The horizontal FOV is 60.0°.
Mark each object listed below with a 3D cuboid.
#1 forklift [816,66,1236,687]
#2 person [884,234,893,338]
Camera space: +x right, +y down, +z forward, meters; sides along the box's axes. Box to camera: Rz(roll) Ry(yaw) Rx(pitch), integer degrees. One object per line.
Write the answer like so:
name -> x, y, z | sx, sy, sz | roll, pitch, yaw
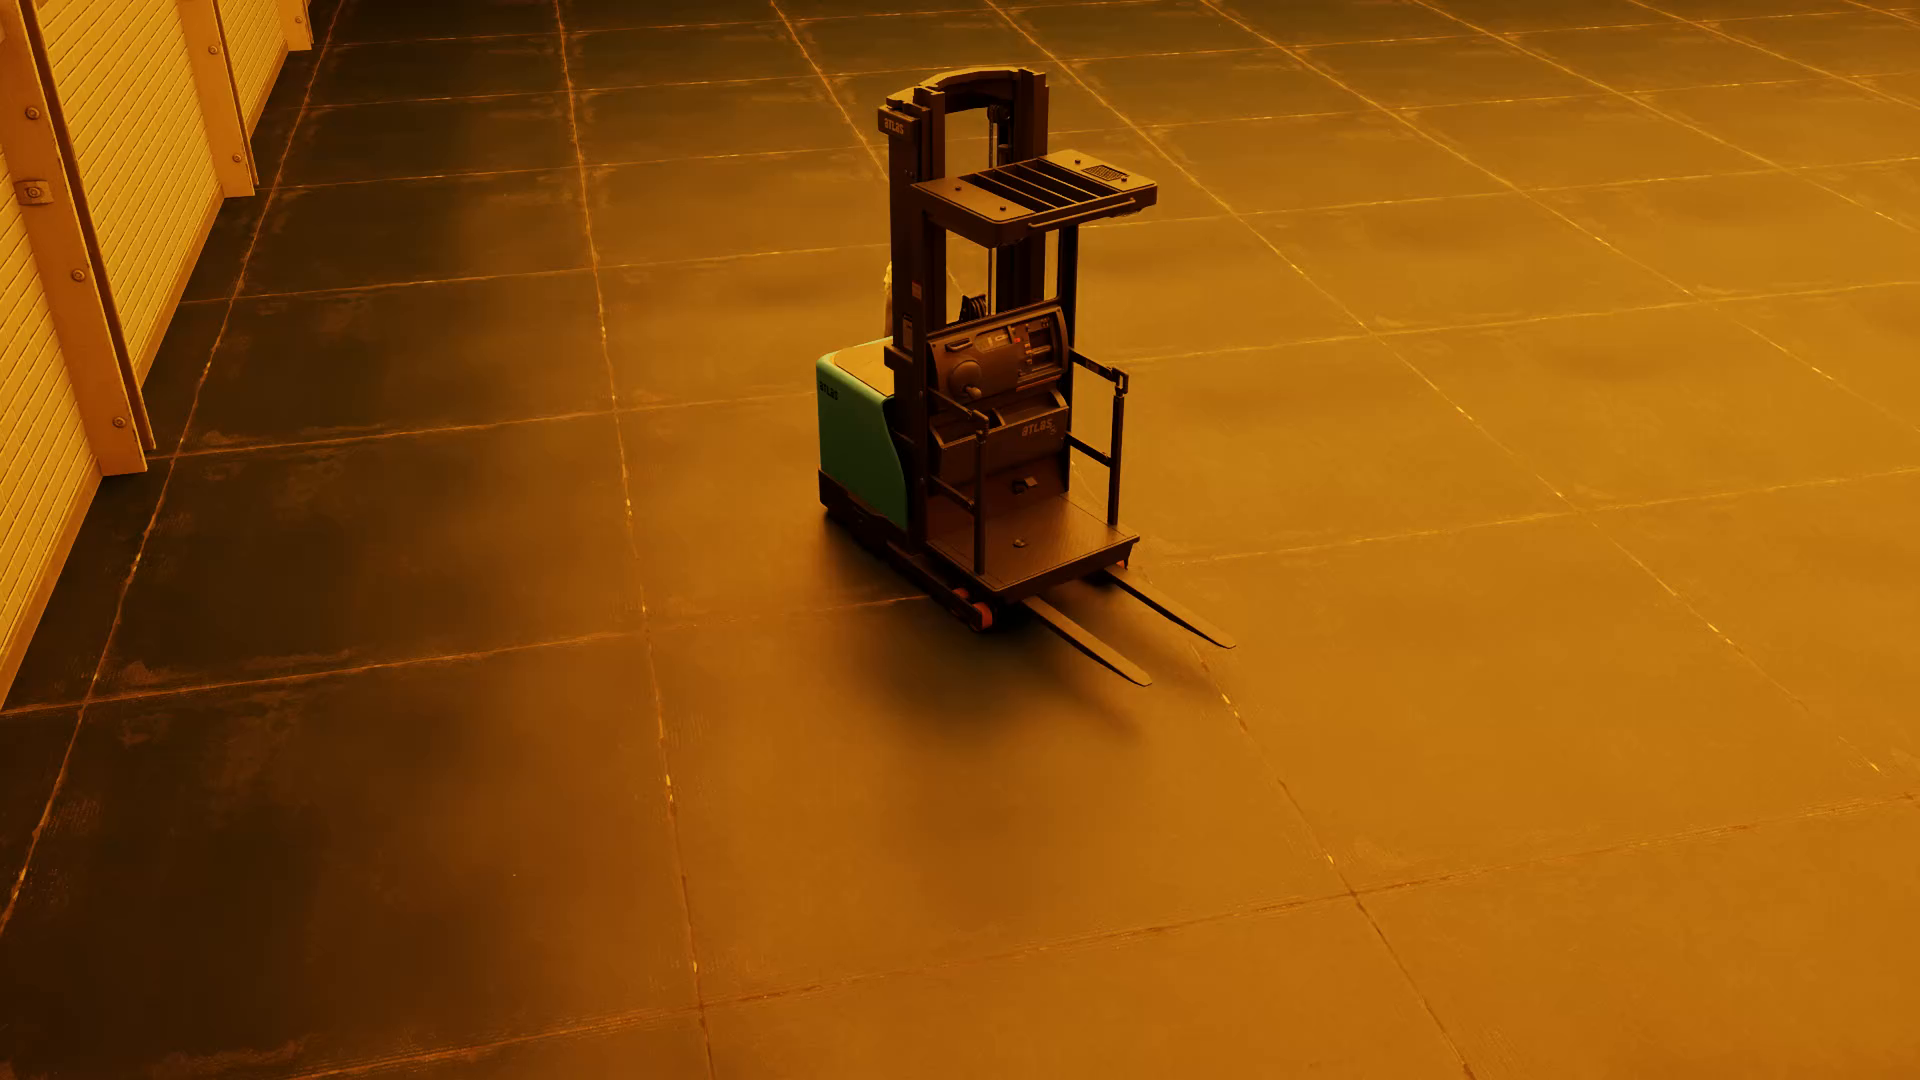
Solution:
forklift -> 0.355, -1.021, 9.338 | 1.130, 2.935, 3.031 | -20, 35, -30
person -> -0.425, -1.768, 11.849 | 0.530, 1.694, 0.589 | -13, 32, -21
